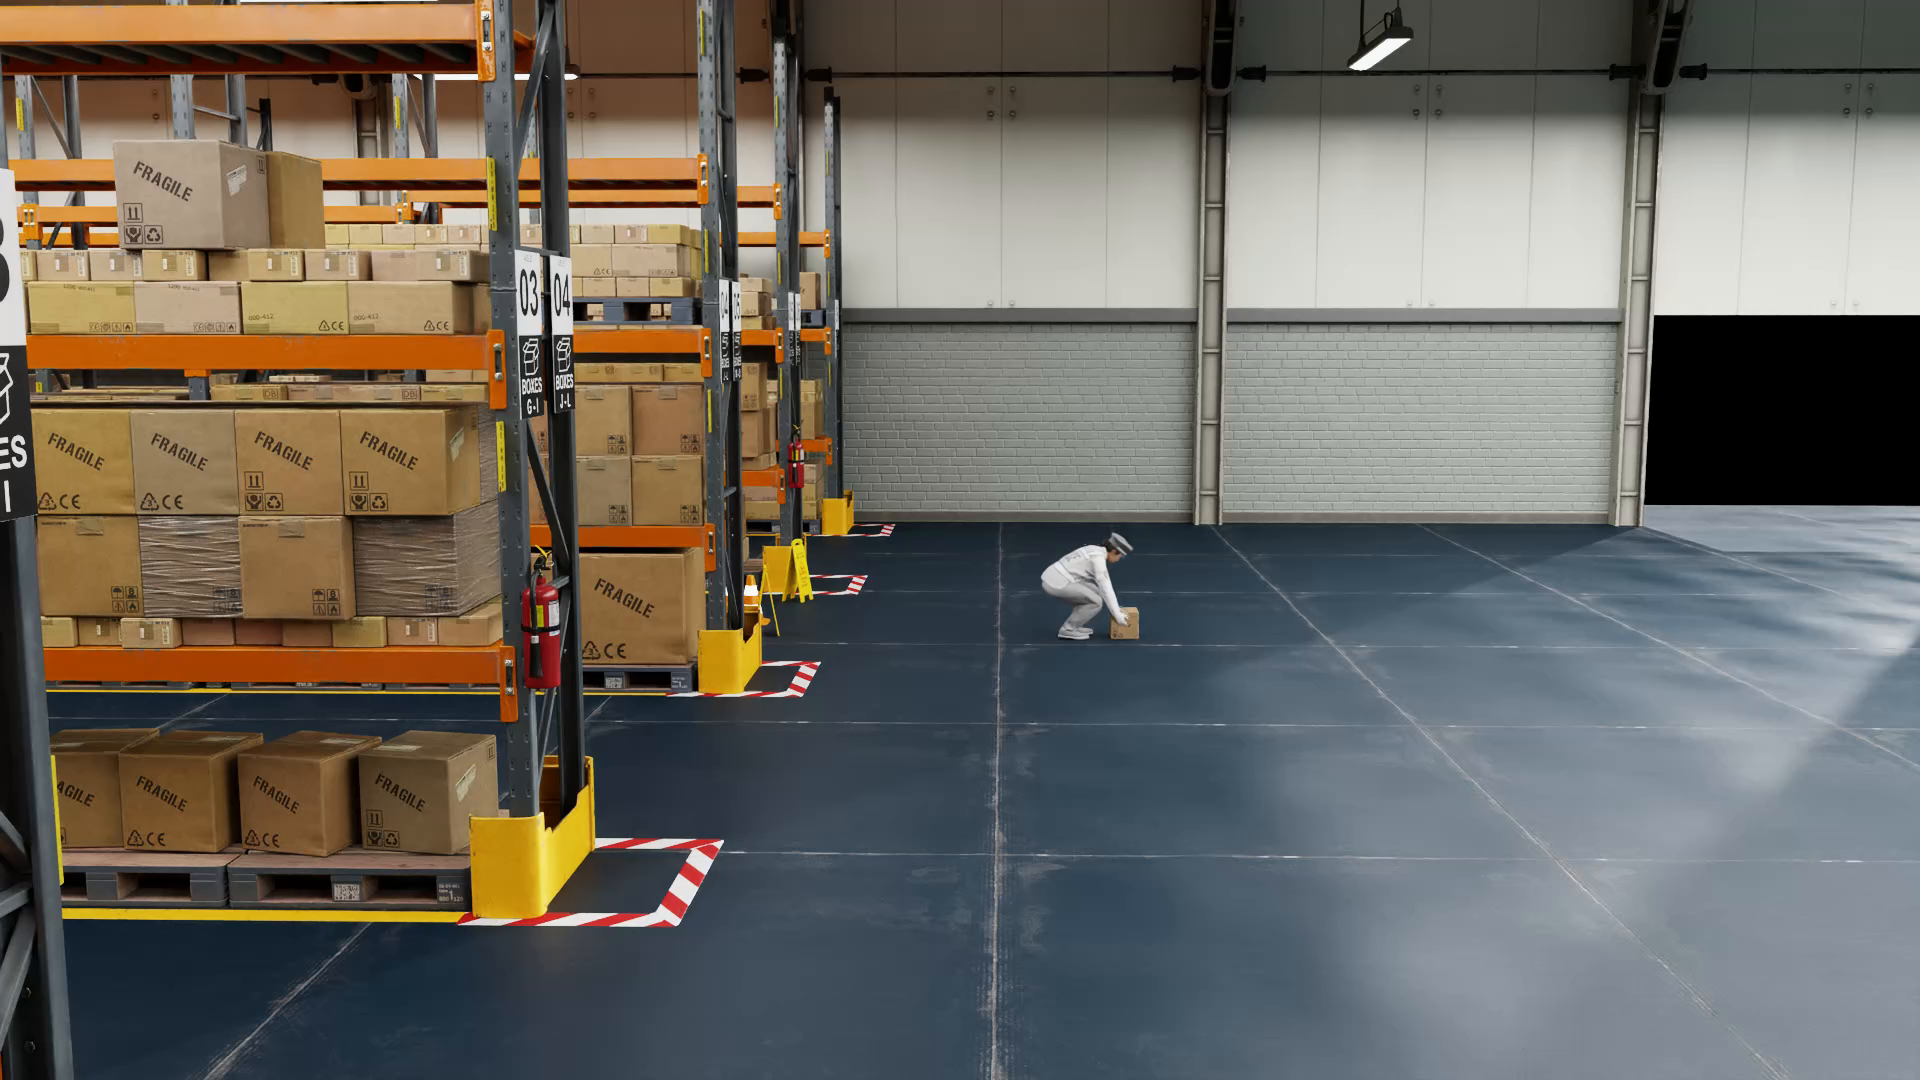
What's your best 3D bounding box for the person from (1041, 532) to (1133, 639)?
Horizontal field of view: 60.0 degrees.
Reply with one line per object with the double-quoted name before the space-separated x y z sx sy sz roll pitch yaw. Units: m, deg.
"person" 1.171 0.415 15.315 0.847 0.964 0.495 0 7 1
